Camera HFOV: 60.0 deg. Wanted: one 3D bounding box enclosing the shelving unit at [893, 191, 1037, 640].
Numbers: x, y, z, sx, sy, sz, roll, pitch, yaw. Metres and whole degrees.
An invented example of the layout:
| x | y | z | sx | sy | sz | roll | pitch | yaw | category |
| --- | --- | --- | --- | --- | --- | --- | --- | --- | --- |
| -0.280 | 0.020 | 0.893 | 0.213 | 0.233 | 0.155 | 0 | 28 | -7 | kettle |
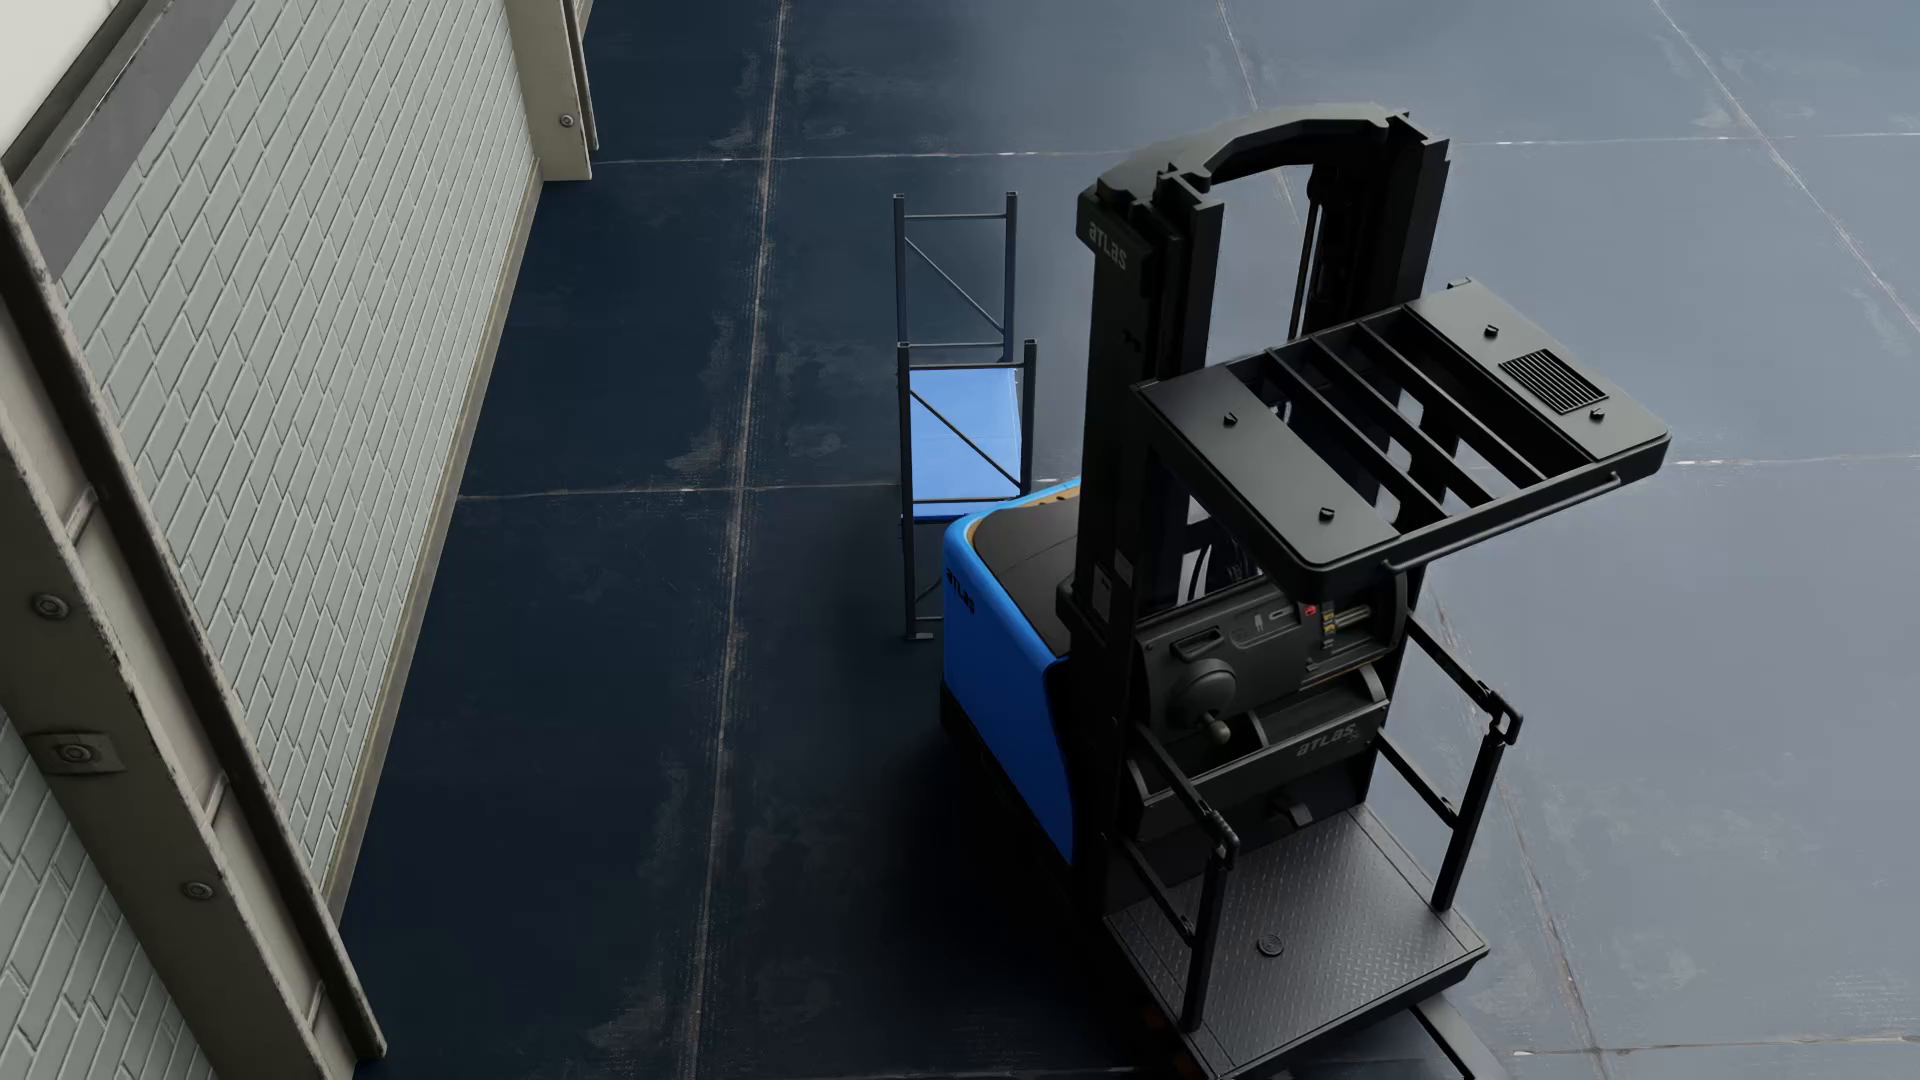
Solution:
| x | y | z | sx | sy | sz | roll | pitch | yaw | category |
| --- | --- | --- | --- | --- | --- | --- | --- | --- | --- |
| 0.004 | -0.495 | 6.830 | 0.538 | 1.500 | 1.048 | -2 | 43 | -2 | shelving unit |

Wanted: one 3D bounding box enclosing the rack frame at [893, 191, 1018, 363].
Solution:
| x | y | z | sx | sy | sz | roll | pitch | yaw | category |
| --- | --- | --- | --- | --- | --- | --- | --- | --- | --- |
| -0.018 | -0.838 | 7.204 | 0.500 | 1.500 | 0.032 | -2 | 43 | -2 | rack frame |

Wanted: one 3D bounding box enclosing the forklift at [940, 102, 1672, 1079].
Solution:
| x | y | z | sx | sy | sz | roll | pitch | yaw | category |
| --- | --- | --- | --- | --- | --- | --- | --- | --- | --- |
| 1.041 | 0.391 | 4.804 | 1.130 | 2.935 | 3.031 | -19 | 46 | -20 | forklift |

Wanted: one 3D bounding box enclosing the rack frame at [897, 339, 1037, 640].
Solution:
| x | y | z | sx | sy | sz | roll | pitch | yaw | category |
| --- | --- | --- | --- | --- | --- | --- | --- | --- | --- |
| 0.025 | -0.152 | 6.456 | 0.500 | 1.500 | 0.032 | -2 | 43 | -2 | rack frame |

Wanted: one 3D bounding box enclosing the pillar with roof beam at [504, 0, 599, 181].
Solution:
| x | y | z | sx | sy | sz | roll | pitch | yaw | category |
| --- | --- | --- | --- | --- | --- | --- | --- | --- | --- |
| 1.986 | -5.670 | 6.926 | 9.100 | 9.000 | 0.400 | -2 | 43 | -2 | pillar with roof beam |

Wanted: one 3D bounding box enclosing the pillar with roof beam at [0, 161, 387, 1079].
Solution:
| x | y | z | sx | sy | sz | roll | pitch | yaw | category |
| --- | --- | --- | --- | --- | --- | --- | --- | --- | --- |
| 2.241 | -1.619 | 2.507 | 9.100 | 9.000 | 0.400 | -2 | 43 | -2 | pillar with roof beam |

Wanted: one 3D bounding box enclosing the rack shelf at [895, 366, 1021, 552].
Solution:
| x | y | z | sx | sy | sz | roll | pitch | yaw | category |
| --- | --- | --- | --- | --- | --- | --- | --- | --- | --- |
| 0.004 | -0.363 | 6.952 | 0.538 | 0.185 | 1.000 | -2 | 43 | -2 | rack shelf |
